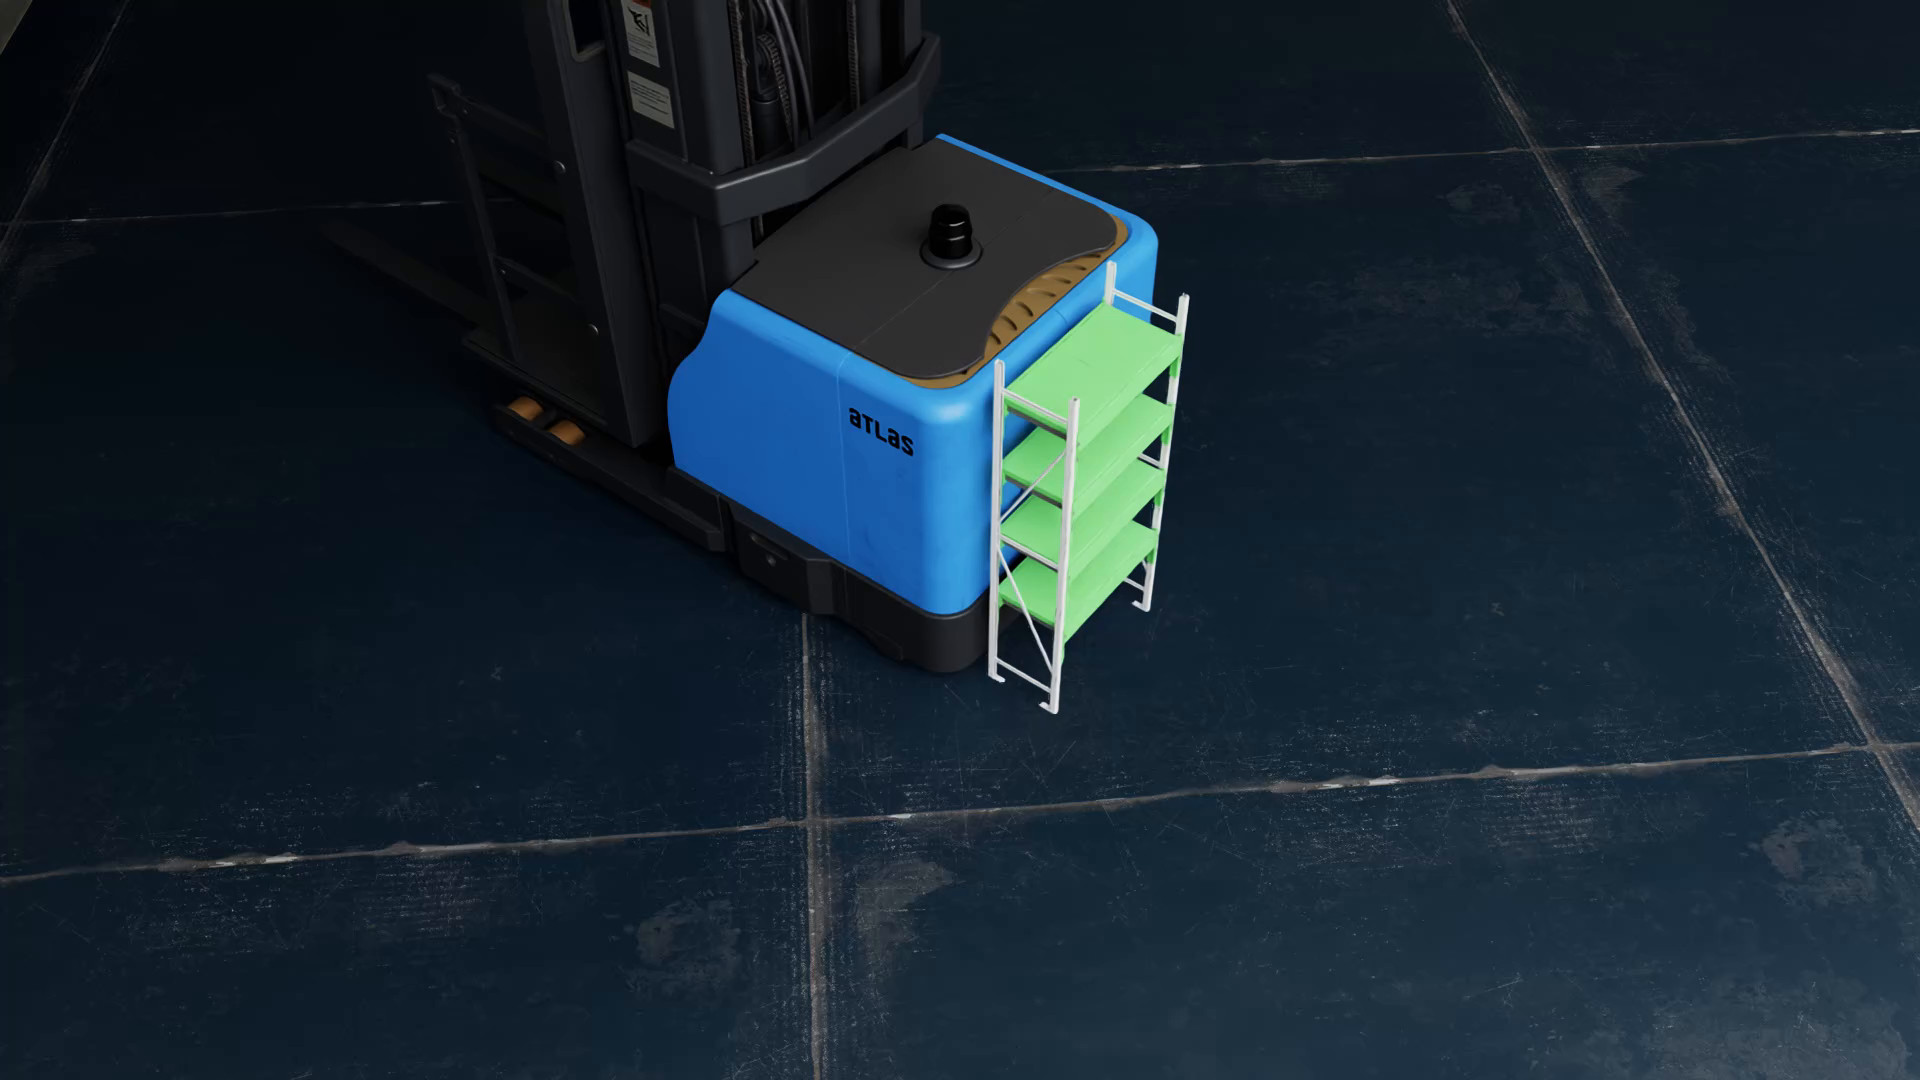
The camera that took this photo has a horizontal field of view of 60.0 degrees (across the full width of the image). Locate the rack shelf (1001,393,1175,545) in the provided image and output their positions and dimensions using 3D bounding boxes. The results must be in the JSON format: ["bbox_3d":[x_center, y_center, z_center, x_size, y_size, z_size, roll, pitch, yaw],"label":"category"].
[{"bbox_3d":[0.329,-0.229,4.398,0.258,0.148,0.480,29,53,25],"label":"rack shelf"}]

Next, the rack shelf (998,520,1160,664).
[{"bbox_3d":[0.329,0.101,4.747,0.258,0.148,0.480,29,53,25],"label":"rack shelf"}]

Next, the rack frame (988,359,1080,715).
[{"bbox_3d":[0.182,0.033,4.392,0.240,1.200,0.015,29,53,25],"label":"rack frame"}]

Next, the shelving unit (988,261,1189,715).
[{"bbox_3d":[0.329,-0.108,4.526,0.258,1.200,0.503,29,53,25],"label":"shelving unit"}]

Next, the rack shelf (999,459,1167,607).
[{"bbox_3d":[0.329,-0.064,4.572,0.258,0.148,0.480,29,53,25],"label":"rack shelf"}]

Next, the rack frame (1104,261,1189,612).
[{"bbox_3d":[0.477,-0.249,4.660,0.240,1.200,0.015,29,53,25],"label":"rack frame"}]

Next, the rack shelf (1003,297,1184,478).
[{"bbox_3d":[0.329,-0.394,4.224,0.258,0.148,0.480,29,53,25],"label":"rack shelf"}]

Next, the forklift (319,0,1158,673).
[{"bbox_3d":[-0.914,-1.511,4.663,3.031,2.935,1.130,29,53,25],"label":"forklift"}]
